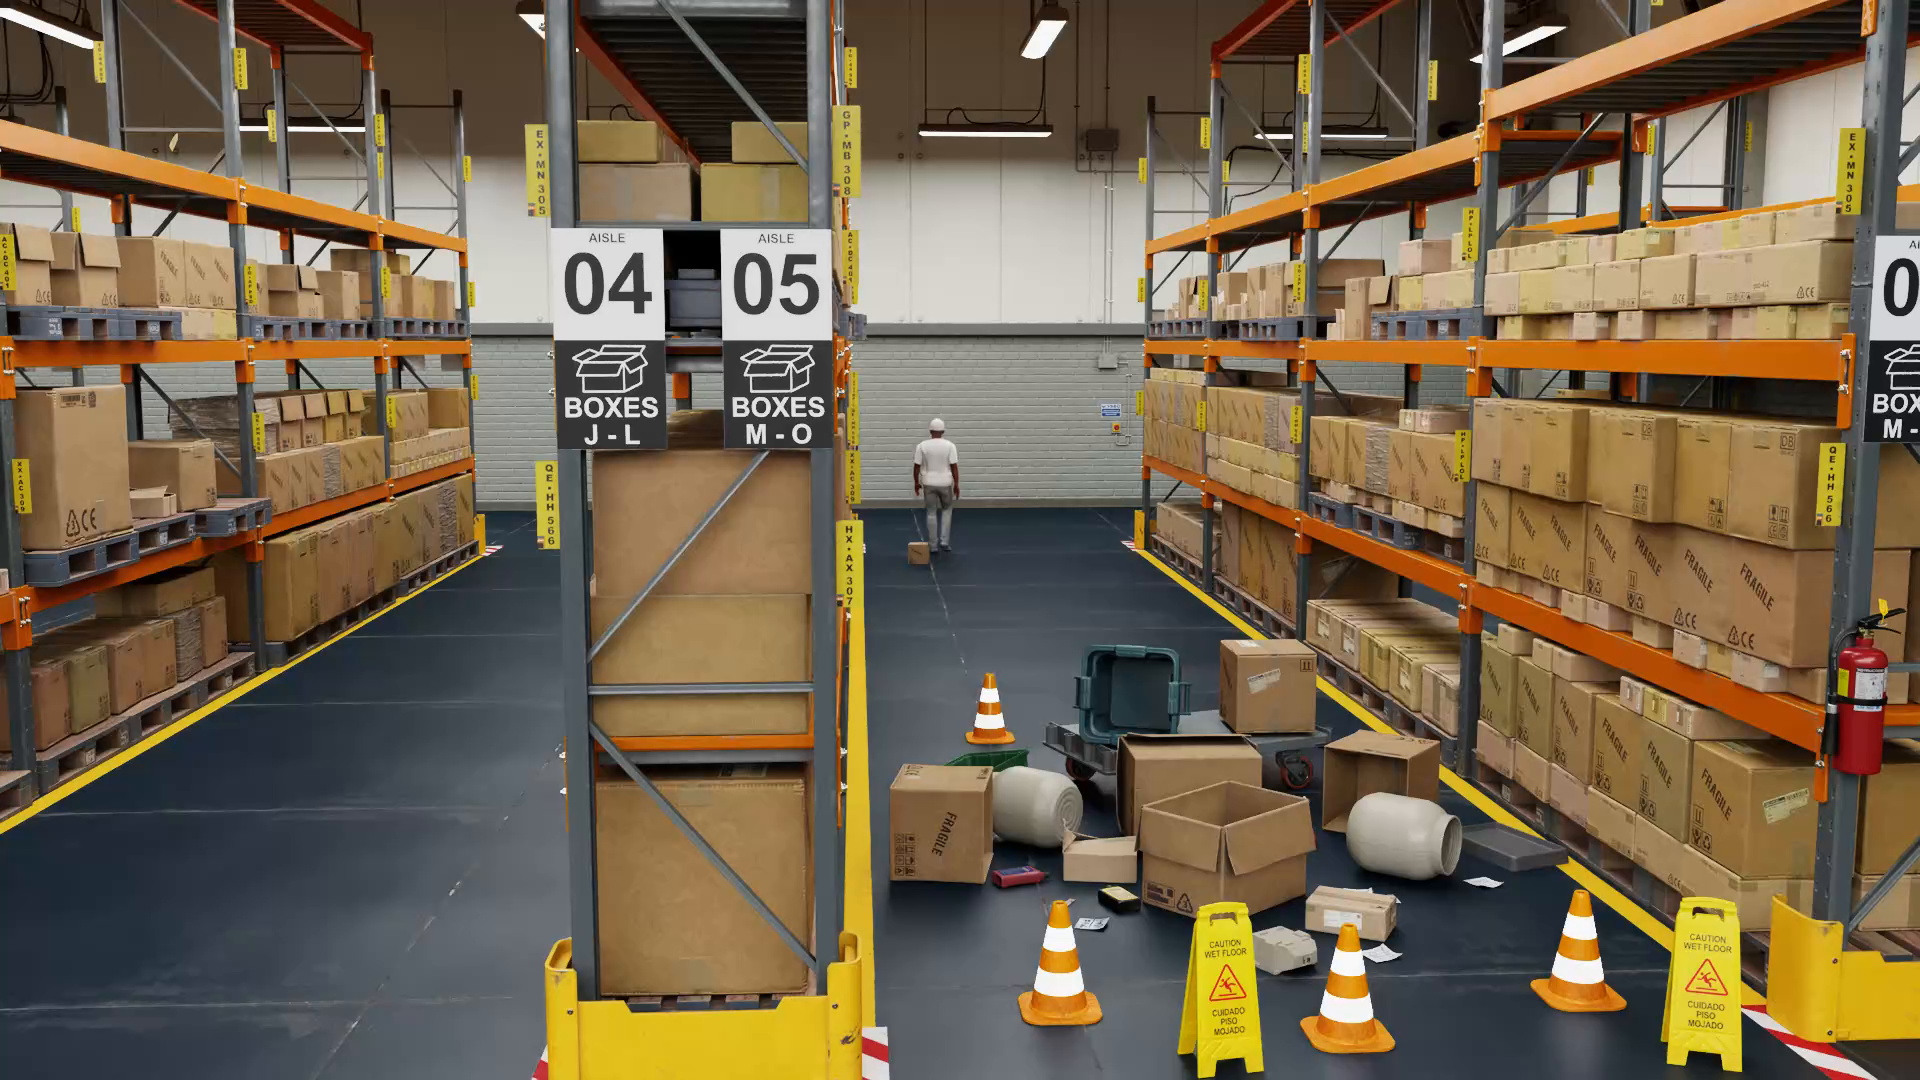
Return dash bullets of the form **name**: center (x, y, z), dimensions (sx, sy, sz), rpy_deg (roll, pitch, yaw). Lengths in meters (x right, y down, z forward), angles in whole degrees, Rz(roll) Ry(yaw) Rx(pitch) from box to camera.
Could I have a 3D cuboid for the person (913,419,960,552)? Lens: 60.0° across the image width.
- **person**: center (-0.308, -0.696, 22.100), dimensions (0.623, 1.836, 0.564), rpy_deg (0, 7, 1)
